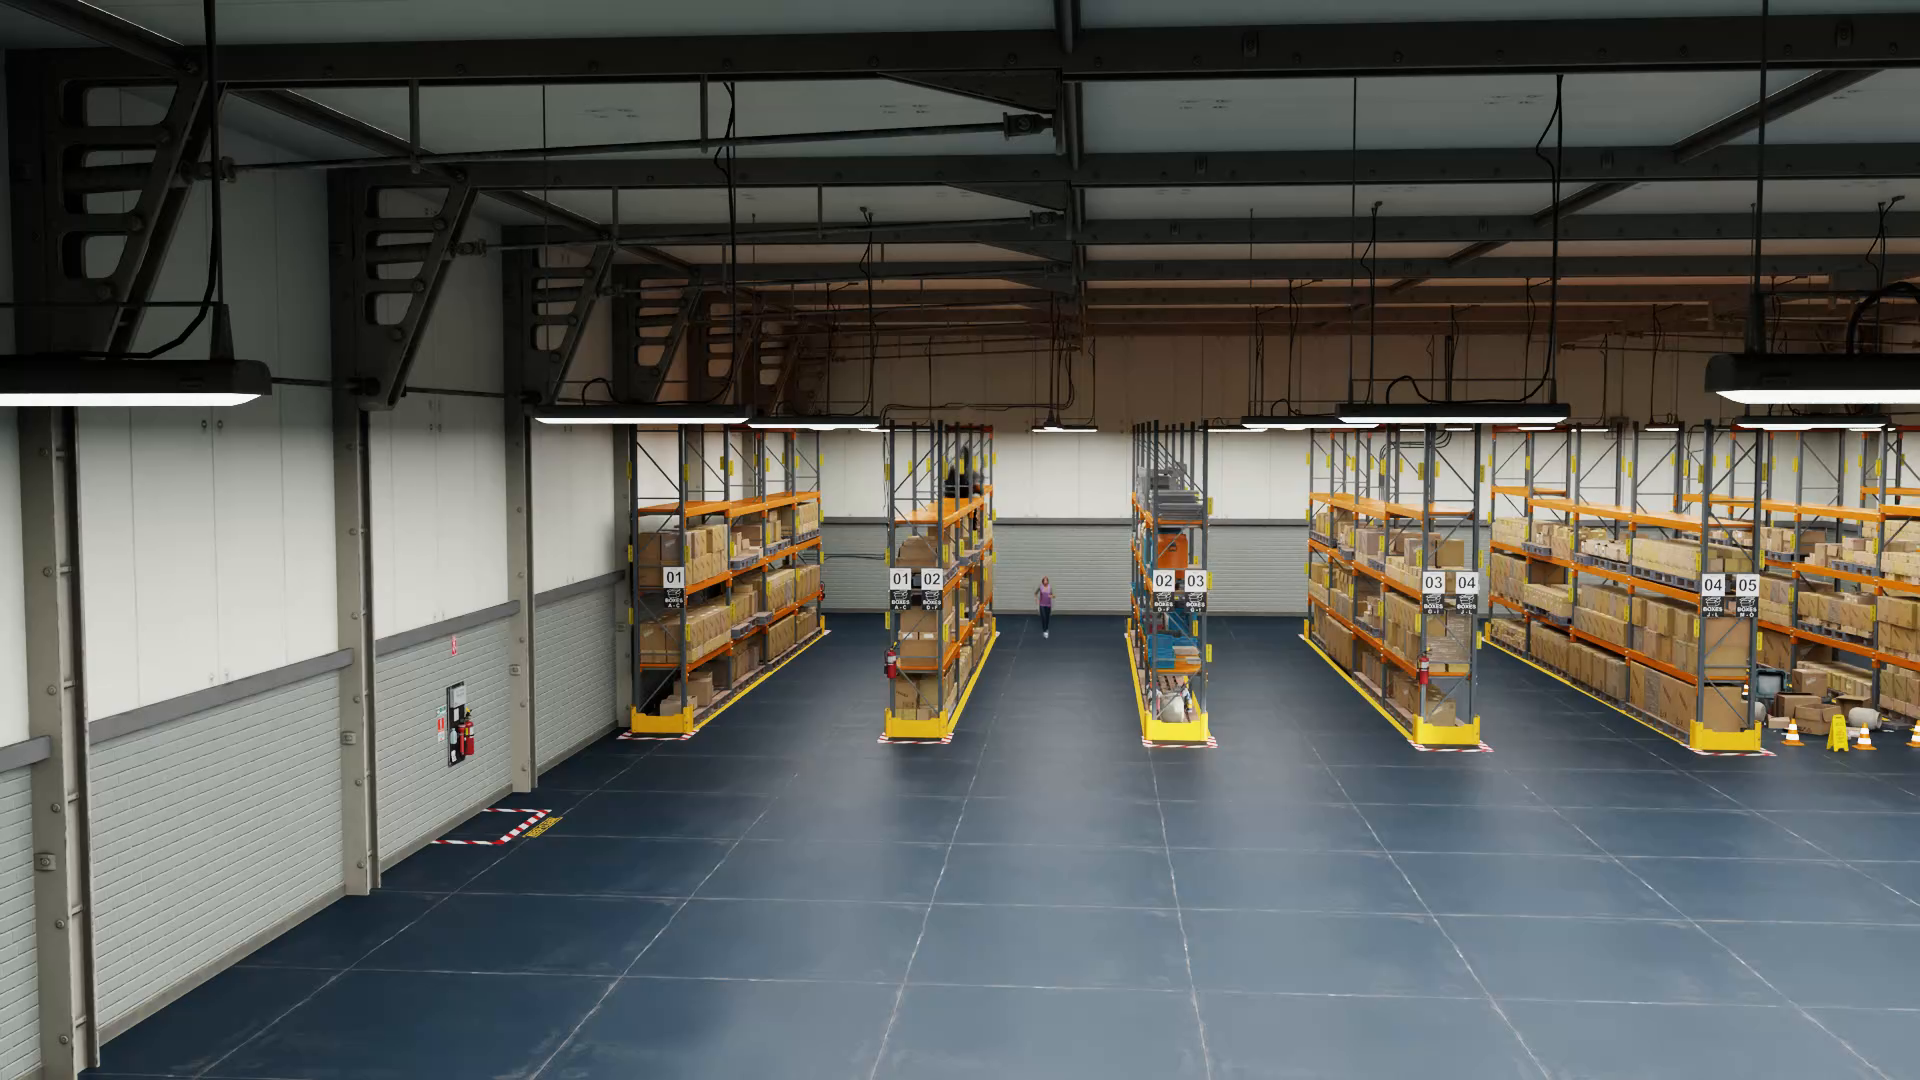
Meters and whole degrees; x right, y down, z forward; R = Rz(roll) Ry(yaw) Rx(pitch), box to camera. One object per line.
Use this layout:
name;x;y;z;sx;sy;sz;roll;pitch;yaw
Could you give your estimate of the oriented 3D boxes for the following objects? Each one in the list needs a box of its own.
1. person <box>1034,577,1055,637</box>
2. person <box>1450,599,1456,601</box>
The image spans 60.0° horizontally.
person;2.295;1.793;44.697;0.536;1.613;0.832;-1;4;-8
person;13.575;1.948;46.653;0.536;1.664;0.788;-4;5;-44
